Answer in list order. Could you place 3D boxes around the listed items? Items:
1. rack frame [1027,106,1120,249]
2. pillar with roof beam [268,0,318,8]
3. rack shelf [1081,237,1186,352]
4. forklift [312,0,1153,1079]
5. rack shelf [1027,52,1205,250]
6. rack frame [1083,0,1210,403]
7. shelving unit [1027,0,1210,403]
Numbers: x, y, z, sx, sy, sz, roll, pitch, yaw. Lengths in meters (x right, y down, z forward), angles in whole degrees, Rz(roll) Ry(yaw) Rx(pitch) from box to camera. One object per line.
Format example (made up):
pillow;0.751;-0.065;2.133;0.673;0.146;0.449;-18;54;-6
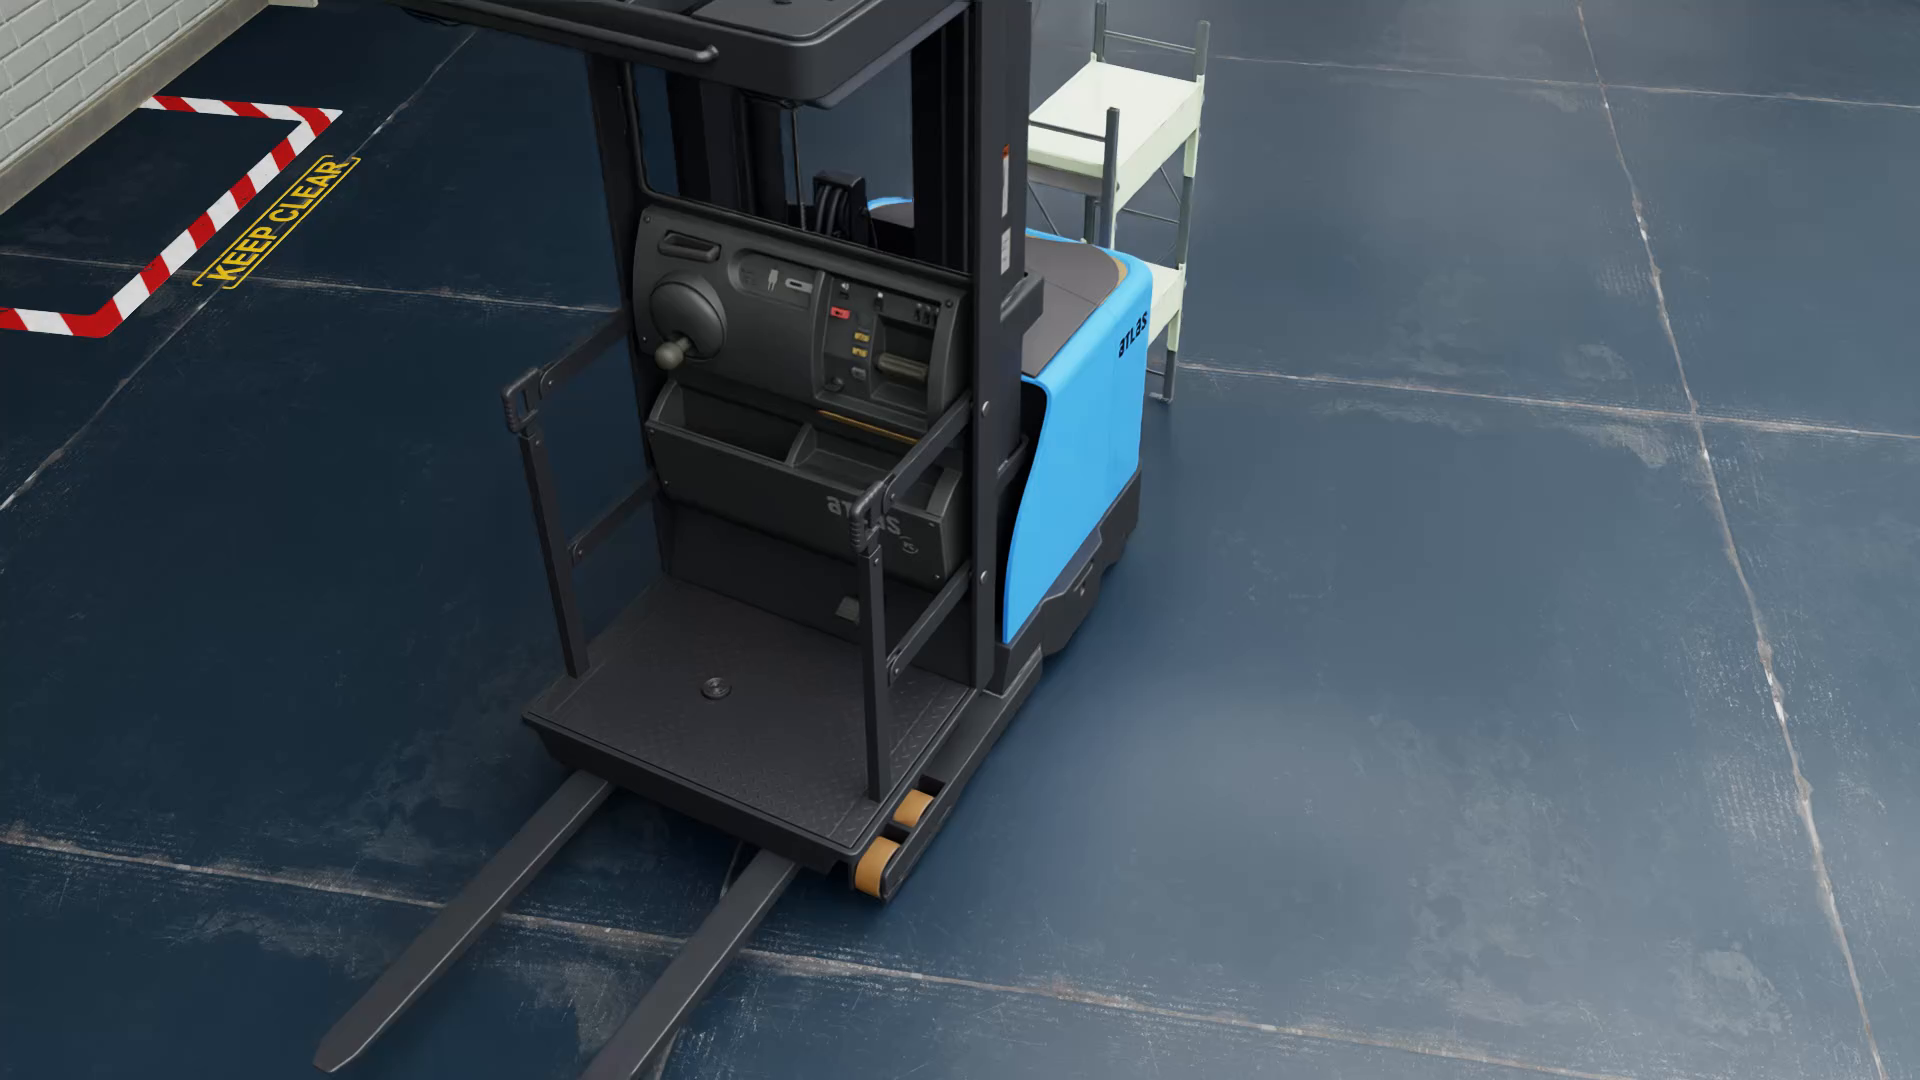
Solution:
rack frame;0.295;-0.759;5.492;0.400;1.500;0.023;19;43;21
pillar with roof beam;0.477;-6.140;6.114;9.100;9.000;0.400;6;40;8
rack shelf;0.466;-0.714;5.949;0.431;0.370;0.720;19;43;21
forklift;-0.524;-0.479;4.030;1.130;2.935;3.031;19;43;21
rack shelf;0.466;-1.266;5.492;0.431;0.370;0.720;19;43;21
rack frame;0.637;-1.172;5.990;0.400;1.500;0.023;19;43;21
shelving unit;0.466;-0.966;5.741;0.431;1.500;0.755;19;43;21
